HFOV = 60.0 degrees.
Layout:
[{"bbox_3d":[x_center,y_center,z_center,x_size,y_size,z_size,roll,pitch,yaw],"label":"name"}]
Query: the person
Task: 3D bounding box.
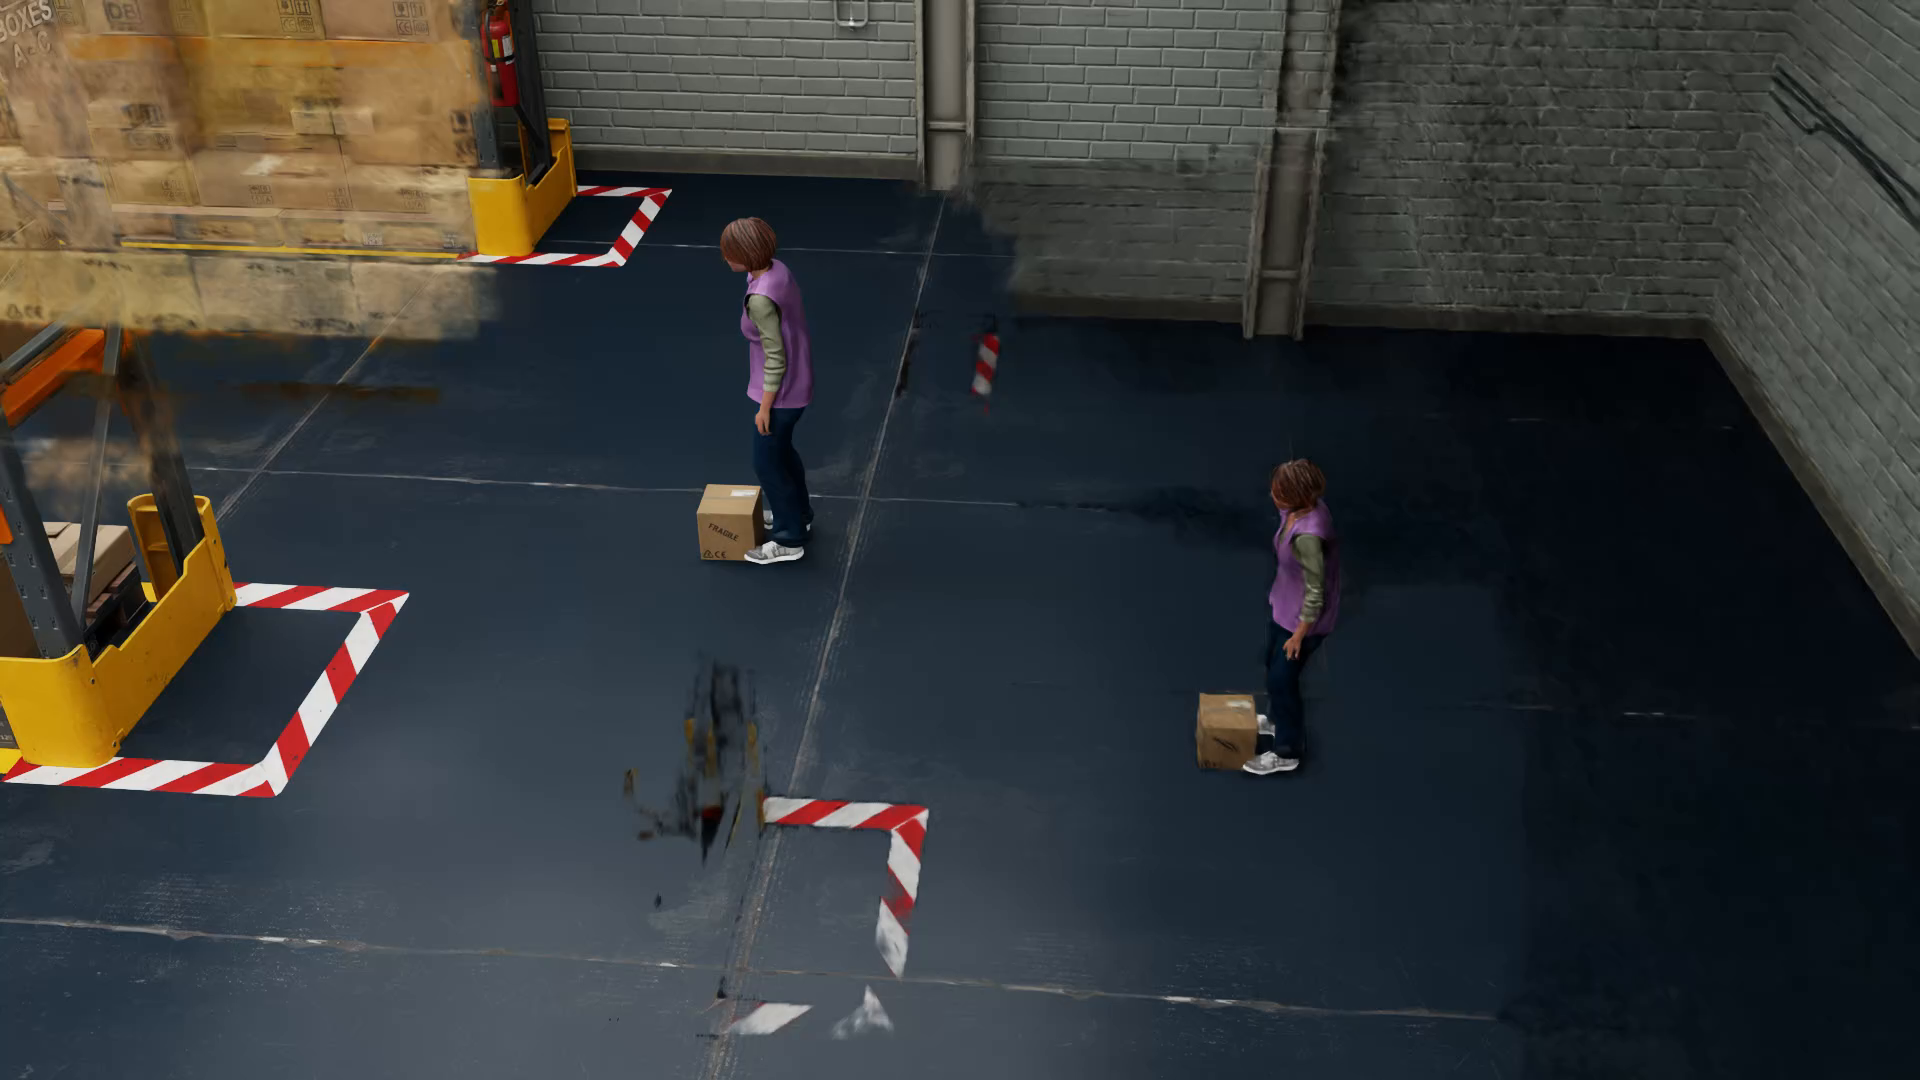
[{"bbox_3d":[-0.797,-0.634,7.157,0.347,1.580,0.480,1,32,1],"label":"person"}]
